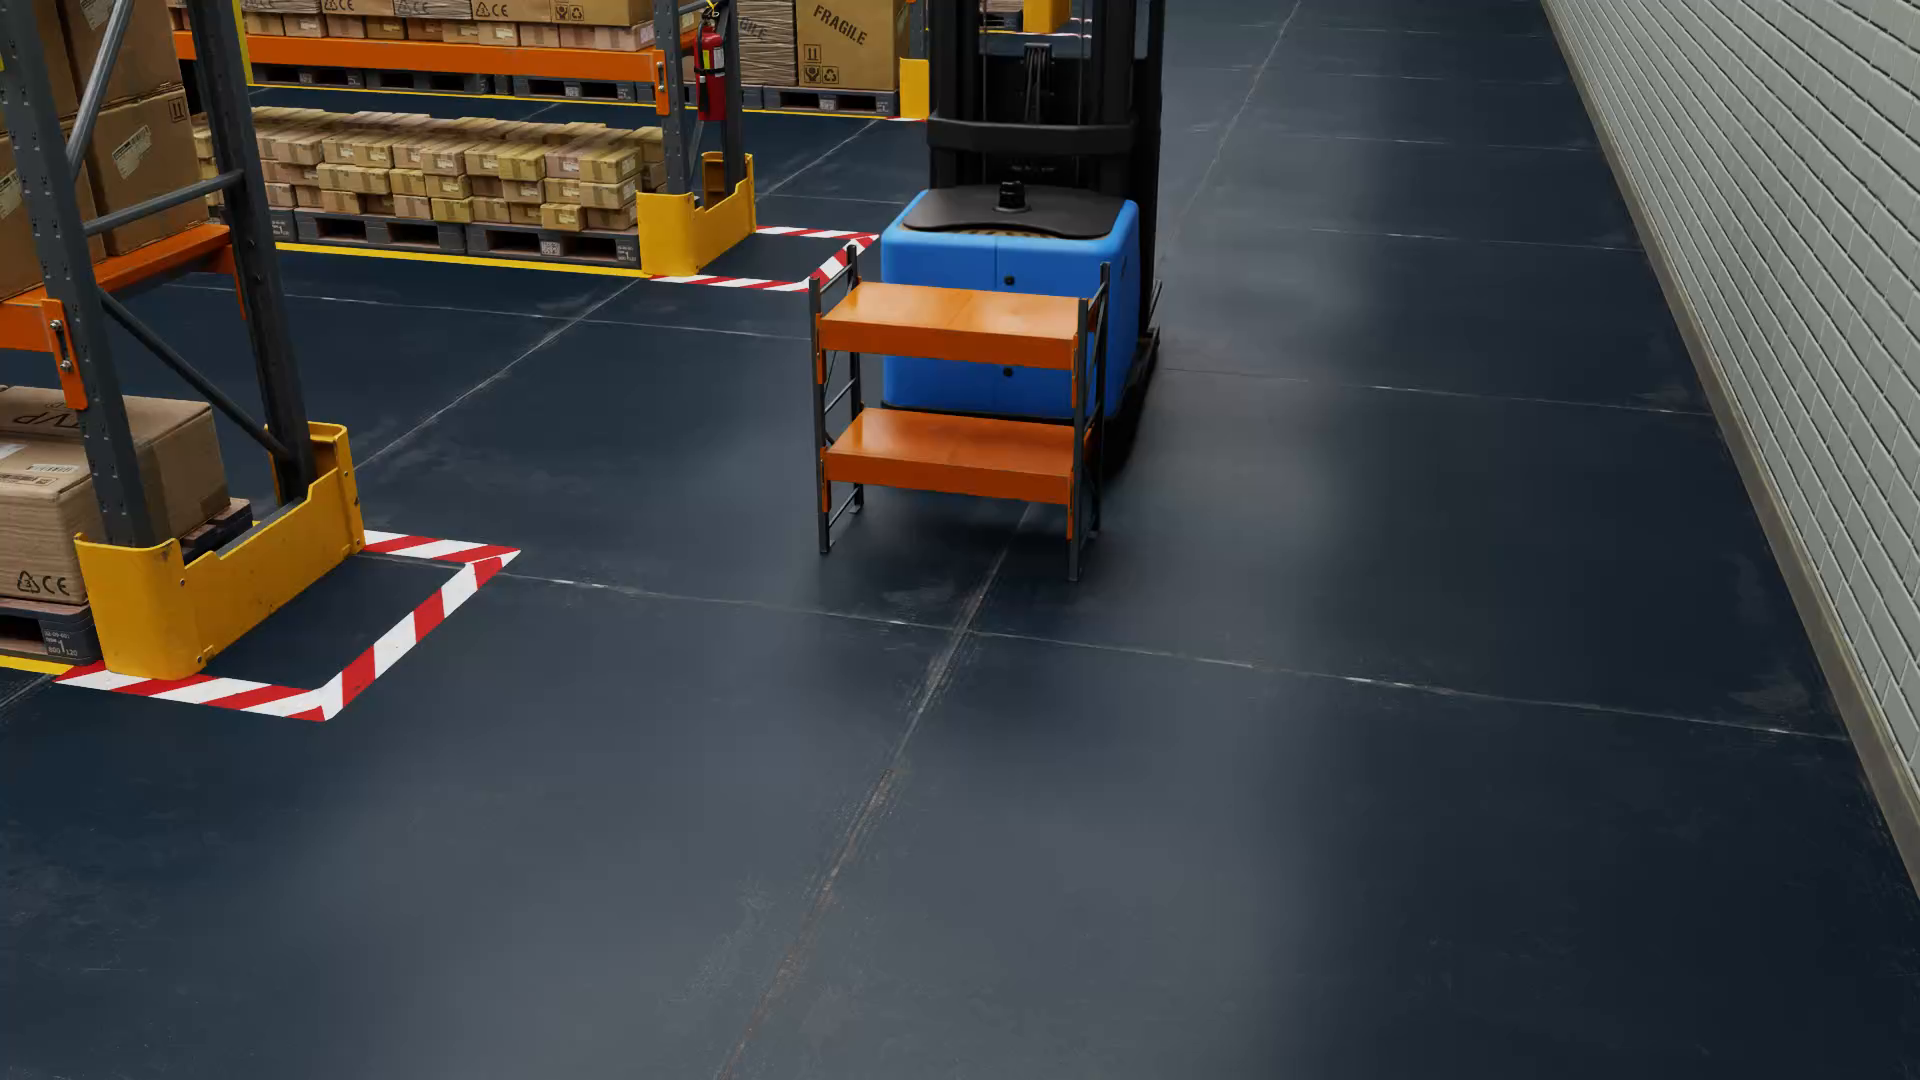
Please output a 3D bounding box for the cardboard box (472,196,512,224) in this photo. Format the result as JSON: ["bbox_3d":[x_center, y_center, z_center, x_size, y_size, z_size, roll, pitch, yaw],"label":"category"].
[{"bbox_3d":[-2.893,-2.140,10.584,0.250,0.149,0.380,7,26,14],"label":"cardboard box"}]

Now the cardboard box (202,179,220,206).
[{"bbox_3d":[-4.924,-2.327,10.977,0.250,0.149,0.380,7,26,15],"label":"cardboard box"}]

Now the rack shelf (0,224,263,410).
[{"bbox_3d":[-4.652,-1.016,6.231,4.000,0.370,1.077,6,26,13],"label":"rack shelf"}]

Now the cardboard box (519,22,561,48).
[{"bbox_3d":[-2.444,-3.065,9.990,0.250,0.149,0.380,6,26,12],"label":"cardboard box"}]

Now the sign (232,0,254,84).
[{"bbox_3d":[-2.571,-1.783,5.907,0.005,0.325,0.100,6,26,13],"label":"sign"}]

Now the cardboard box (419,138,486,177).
[{"bbox_3d":[-3.176,-2.405,10.449,0.250,0.149,0.380,7,26,15],"label":"cardboard box"}]

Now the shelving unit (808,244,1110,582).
[{"bbox_3d":[0.007,-0.507,6.507,1.048,1.125,0.538,6,26,13],"label":"shelving unit"}]

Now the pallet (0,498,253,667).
[{"bbox_3d":[-3.509,0.080,6.337,1.213,0.211,1.003,6,26,13],"label":"pallet"}]

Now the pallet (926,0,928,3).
[{"bbox_3d":[-0.980,-6.291,19.718,1.213,0.211,1.003,6,26,13],"label":"pallet"}]

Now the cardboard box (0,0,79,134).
[{"bbox_3d":[-3.241,-1.575,5.290,0.500,0.500,0.500,7,26,15],"label":"cardboard box"}]

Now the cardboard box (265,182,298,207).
[{"bbox_3d":[-4.412,-2.316,10.953,0.250,0.149,0.380,6,26,12],"label":"cardboard box"}]

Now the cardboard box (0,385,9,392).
[{"bbox_3d":[-4.267,-0.283,6.346,0.875,0.438,0.875,7,26,14],"label":"cardboard box"}]

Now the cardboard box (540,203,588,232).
[{"bbox_3d":[-2.416,-2.055,10.405,0.250,0.149,0.380,7,26,15],"label":"cardboard box"}]

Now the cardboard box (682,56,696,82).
[{"bbox_3d":[-2.630,-4.710,15.137,0.875,0.875,0.875,6,26,13],"label":"cardboard box"}]

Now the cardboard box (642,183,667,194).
[{"bbox_3d":[-2.008,-2.290,10.898,0.250,0.149,0.380,7,26,14],"label":"cardboard box"}]

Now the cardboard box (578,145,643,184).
[{"bbox_3d":[-2.156,-2.320,10.270,0.250,0.149,0.380,7,26,14],"label":"cardboard box"}]

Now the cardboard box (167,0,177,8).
[{"bbox_3d":[-5.037,-3.648,10.460,0.500,0.500,0.500,6,26,12],"label":"cardboard box"}]

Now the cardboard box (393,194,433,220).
[{"bbox_3d":[-3.415,-2.179,10.666,0.250,0.149,0.380,7,26,14],"label":"cardboard box"}]

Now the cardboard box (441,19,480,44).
[{"bbox_3d":[-2.945,-3.123,10.112,0.250,0.149,0.380,5,26,11],"label":"cardboard box"}]

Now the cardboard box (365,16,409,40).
[{"bbox_3d":[-3.453,-3.198,10.270,0.250,0.149,0.380,7,26,14],"label":"cardboard box"}]

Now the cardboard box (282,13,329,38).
[{"bbox_3d":[-3.973,-3.225,10.328,0.250,0.149,0.380,7,26,15],"label":"cardboard box"}]

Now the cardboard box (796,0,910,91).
[{"bbox_3d":[-0.886,-4.517,14.732,0.875,0.875,0.875,6,26,13],"label":"cardboard box"}]

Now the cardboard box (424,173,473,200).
[{"bbox_3d":[-3.171,-2.277,10.526,0.250,0.149,0.380,7,26,14],"label":"cardboard box"}]

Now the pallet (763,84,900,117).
[{"bbox_3d":[-1.041,-4.046,15.003,1.213,0.211,1.003,6,26,13],"label":"pallet"}]

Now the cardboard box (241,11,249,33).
[{"bbox_3d":[-4.459,-3.311,10.508,0.250,0.149,0.380,5,26,11],"label":"cardboard box"}]

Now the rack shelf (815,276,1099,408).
[{"bbox_3d":[0.007,-0.771,6.381,1.000,0.278,0.538,6,26,13],"label":"rack shelf"}]

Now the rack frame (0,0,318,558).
[{"bbox_3d":[-2.715,-1.126,5.626,0.127,3.000,1.000,6,26,13],"label":"rack frame"}]

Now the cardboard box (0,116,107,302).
[{"bbox_3d":[-3.248,-1.113,5.482,0.500,0.500,0.500,6,26,13],"label":"cardboard box"}]

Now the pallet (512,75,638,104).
[{"bbox_3d":[-3.404,-4.307,15.551,1.213,0.211,1.003,6,26,13],"label":"pallet"}]

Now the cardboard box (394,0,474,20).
[{"bbox_3d":[-3.070,-3.426,9.994,0.500,0.500,0.500,6,26,13],"label":"cardboard box"}]

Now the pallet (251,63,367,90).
[{"bbox_3d":[-6.072,-4.602,16.171,1.213,0.211,1.003,6,26,13],"label":"pallet"}]

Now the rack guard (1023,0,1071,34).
[{"bbox_3d":[1.013,-6.188,19.166,0.348,0.500,1.175,6,26,13],"label":"rack guard"}]

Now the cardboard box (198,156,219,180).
[{"bbox_3d":[-4.915,-2.501,10.996,0.250,0.149,0.380,6,26,13],"label":"cardboard box"}]

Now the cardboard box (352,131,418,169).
[{"bbox_3d":[-3.665,-2.496,10.639,0.250,0.149,0.380,6,26,13],"label":"cardboard box"}]

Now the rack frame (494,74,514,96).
[{"bbox_3d":[-4.121,-5.680,15.191,0.127,3.000,1.000,6,26,13],"label":"rack frame"}]

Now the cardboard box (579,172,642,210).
[{"bbox_3d":[-2.162,-2.172,10.305,0.250,0.149,0.380,6,26,12],"label":"cardboard box"}]

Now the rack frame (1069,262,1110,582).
[{"bbox_3d":[0.499,-0.453,6.392,0.032,1.125,0.500,6,26,13],"label":"rack frame"}]

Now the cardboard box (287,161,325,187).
[{"bbox_3d":[-4.149,-2.421,10.827,0.250,0.149,0.380,8,26,15],"label":"cardboard box"}]

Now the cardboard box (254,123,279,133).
[{"bbox_3d":[-4.663,-2.613,10.885,0.250,0.149,0.380,6,26,12],"label":"cardboard box"}]

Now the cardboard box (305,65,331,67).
[{"bbox_3d":[-5.611,-5.066,15.885,0.875,0.875,1.225,5,26,11],"label":"cardboard box"}]

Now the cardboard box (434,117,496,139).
[{"bbox_3d":[-3.282,-2.699,11.066,0.250,0.149,0.380,7,26,14],"label":"cardboard box"}]

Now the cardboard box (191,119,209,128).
[{"bbox_3d":[-5.172,-2.674,11.013,0.250,0.149,0.380,7,26,15],"label":"cardboard box"}]

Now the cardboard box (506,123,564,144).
[{"bbox_3d":[-2.773,-2.618,10.896,0.250,0.149,0.380,5,26,10],"label":"cardboard box"}]

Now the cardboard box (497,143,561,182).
[{"bbox_3d":[-2.667,-2.346,10.323,0.250,0.149,0.380,6,26,12],"label":"cardboard box"}]

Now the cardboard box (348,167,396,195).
[{"bbox_3d":[-3.688,-2.330,10.637,0.250,0.149,0.380,7,26,14],"label":"cardboard box"}]

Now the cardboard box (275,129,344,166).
[{"bbox_3d":[-4.178,-2.534,10.718,0.250,0.149,0.380,7,26,14],"label":"cardboard box"}]

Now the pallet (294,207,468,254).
[{"bbox_3d":[-3.609,-2.180,11.084,1.213,0.211,1.003,6,26,13],"label":"pallet"}]

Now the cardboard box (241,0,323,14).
[{"bbox_3d":[-4.077,-3.529,10.210,0.500,0.500,0.500,6,26,12],"label":"cardboard box"}]

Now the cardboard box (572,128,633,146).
[{"bbox_3d":[-2.300,-2.546,10.744,0.250,0.149,0.380,7,26,14],"label":"cardboard box"}]

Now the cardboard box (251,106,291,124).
[{"bbox_3d":[-4.787,-2.857,11.396,0.250,0.149,0.380,7,26,14],"label":"cardboard box"}]

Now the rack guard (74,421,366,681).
[{"bbox_3d":[-2.692,0.005,6.158,0.348,0.500,1.175,6,26,13],"label":"rack guard"}]

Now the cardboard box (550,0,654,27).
[{"bbox_3d":[-2.079,-3.318,9.768,0.500,0.500,0.500,7,26,14],"label":"cardboard box"}]

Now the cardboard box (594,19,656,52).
[{"bbox_3d":[-1.966,-3.002,9.858,0.250,0.149,0.380,6,26,13],"label":"cardboard box"}]

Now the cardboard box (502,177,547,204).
[{"bbox_3d":[-2.666,-2.227,10.421,0.250,0.149,0.380,5,26,11],"label":"cardboard box"}]

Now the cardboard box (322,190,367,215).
[{"bbox_3d":[-3.914,-2.234,10.780,0.250,0.149,0.380,6,26,12],"label":"cardboard box"}]

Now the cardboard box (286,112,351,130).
[{"bbox_3d":[-4.312,-2.773,11.220,0.250,0.149,0.380,7,26,15],"label":"cardboard box"}]

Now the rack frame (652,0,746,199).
[{"bbox_3d":[-1.580,-3.198,9.978,0.127,3.000,1.000,6,26,13],"label":"rack frame"}]

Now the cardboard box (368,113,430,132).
[{"bbox_3d":[-3.763,-2.758,11.190,0.250,0.149,0.380,5,26,11],"label":"cardboard box"}]

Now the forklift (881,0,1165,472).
[{"bbox_3d":[0.445,-2.226,8.017,1.130,2.935,3.031,5,26,10],"label":"forklift"}]

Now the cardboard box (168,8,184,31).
[{"bbox_3d":[-4.992,-3.349,10.588,0.250,0.149,0.380,7,26,15],"label":"cardboard box"}]
